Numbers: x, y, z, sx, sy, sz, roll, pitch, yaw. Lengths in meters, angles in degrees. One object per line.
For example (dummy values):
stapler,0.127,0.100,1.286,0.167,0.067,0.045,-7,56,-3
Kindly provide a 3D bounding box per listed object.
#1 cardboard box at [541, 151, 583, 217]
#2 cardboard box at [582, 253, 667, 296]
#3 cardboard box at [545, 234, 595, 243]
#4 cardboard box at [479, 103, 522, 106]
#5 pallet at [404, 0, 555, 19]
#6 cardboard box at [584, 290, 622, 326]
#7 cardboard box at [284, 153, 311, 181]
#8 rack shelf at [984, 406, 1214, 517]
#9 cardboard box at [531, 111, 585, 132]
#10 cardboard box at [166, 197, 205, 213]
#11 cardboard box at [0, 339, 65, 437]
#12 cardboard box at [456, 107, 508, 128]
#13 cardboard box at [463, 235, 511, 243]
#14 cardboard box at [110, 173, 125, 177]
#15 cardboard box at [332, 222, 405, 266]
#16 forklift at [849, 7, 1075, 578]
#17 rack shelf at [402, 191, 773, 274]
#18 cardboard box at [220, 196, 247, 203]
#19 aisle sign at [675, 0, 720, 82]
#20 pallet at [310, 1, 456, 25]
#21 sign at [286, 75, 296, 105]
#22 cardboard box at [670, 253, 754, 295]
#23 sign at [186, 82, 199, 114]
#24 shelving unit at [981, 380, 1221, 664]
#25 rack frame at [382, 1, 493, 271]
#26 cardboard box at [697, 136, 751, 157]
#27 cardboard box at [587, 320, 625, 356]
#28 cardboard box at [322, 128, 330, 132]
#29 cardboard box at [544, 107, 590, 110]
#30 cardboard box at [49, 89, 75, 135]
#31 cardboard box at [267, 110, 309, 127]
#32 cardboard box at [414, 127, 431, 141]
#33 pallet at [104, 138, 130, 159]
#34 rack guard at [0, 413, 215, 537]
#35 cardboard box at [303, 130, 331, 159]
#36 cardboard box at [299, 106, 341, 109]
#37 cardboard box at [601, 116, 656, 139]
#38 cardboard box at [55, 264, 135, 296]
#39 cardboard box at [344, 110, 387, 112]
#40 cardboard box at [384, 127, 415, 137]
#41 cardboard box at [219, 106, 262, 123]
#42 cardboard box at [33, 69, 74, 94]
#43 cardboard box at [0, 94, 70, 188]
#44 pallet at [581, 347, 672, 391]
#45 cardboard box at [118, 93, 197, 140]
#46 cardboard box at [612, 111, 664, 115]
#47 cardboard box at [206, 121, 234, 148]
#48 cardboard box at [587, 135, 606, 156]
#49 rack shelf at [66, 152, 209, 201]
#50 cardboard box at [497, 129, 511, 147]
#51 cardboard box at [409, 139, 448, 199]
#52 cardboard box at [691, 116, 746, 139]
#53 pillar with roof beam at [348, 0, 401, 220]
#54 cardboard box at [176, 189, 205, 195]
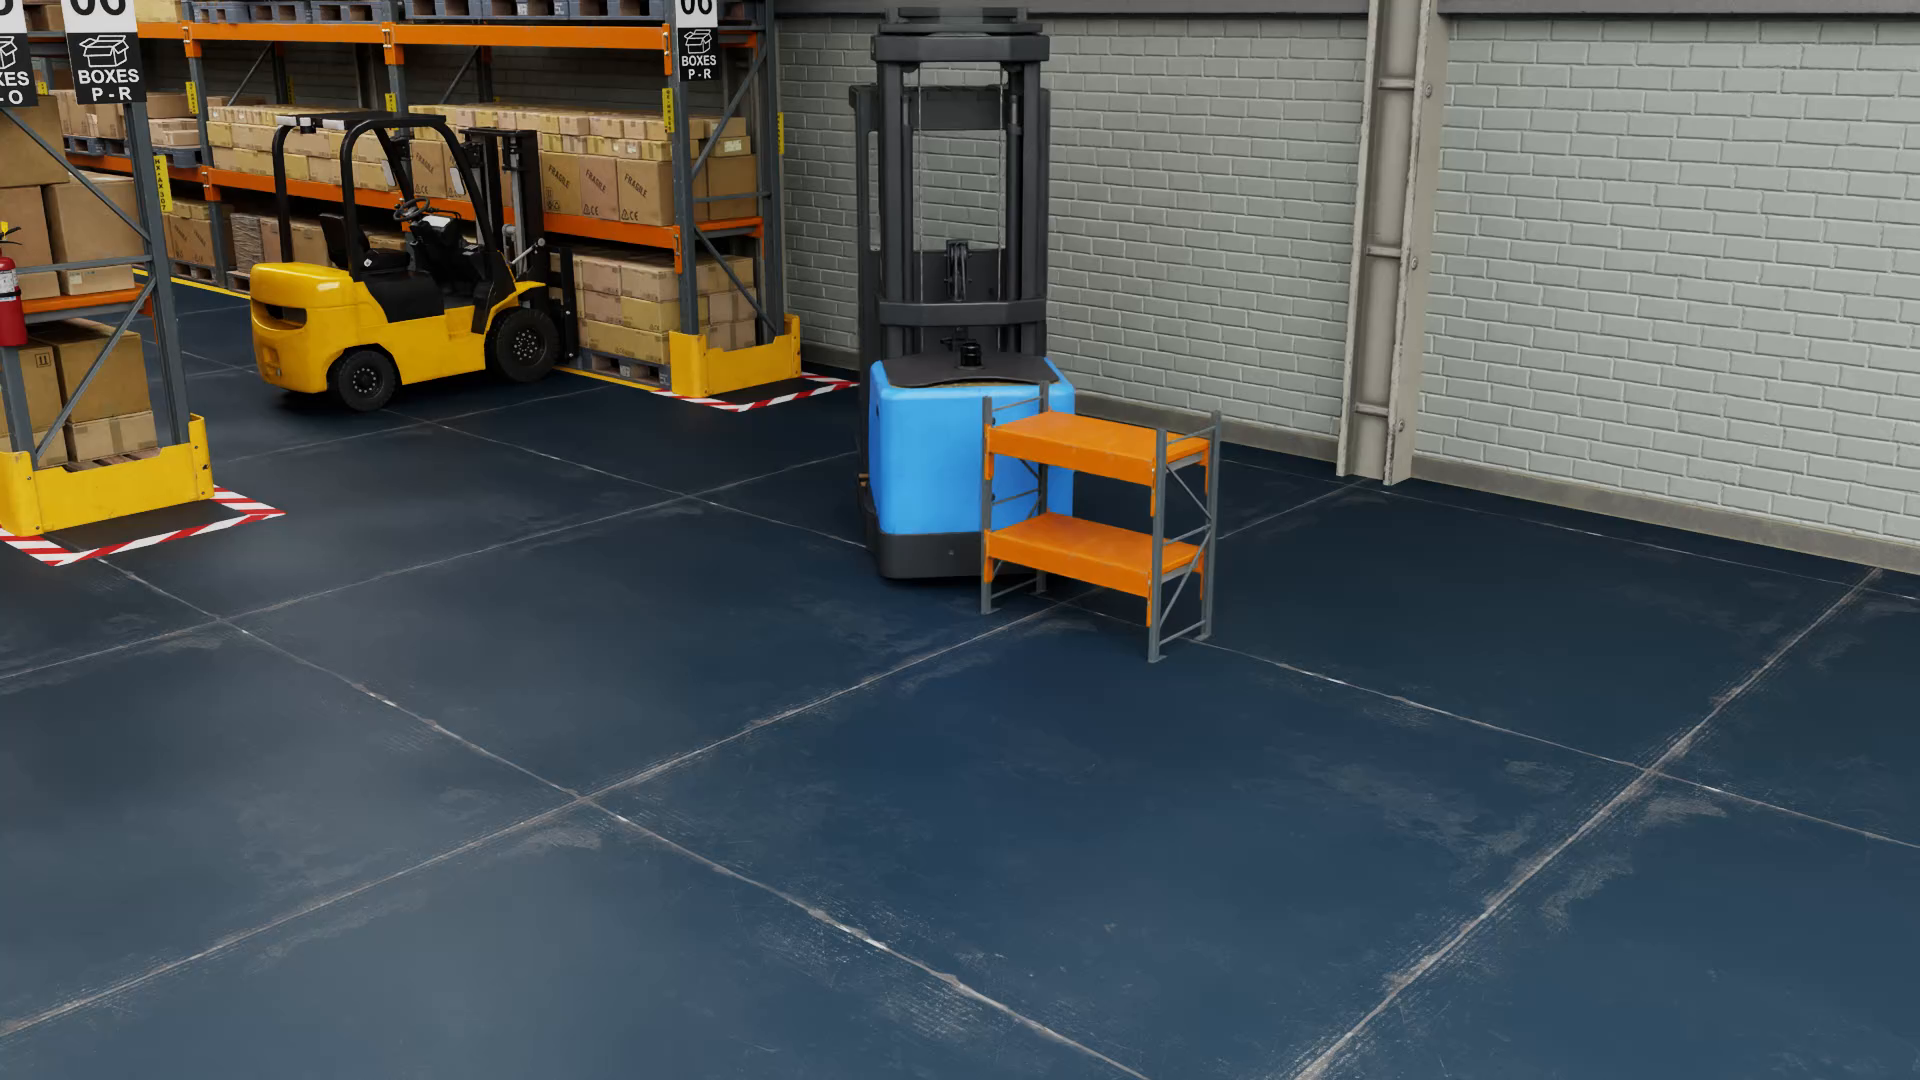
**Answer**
cardboard box,-3.147,-3.012,13.977,0.500,0.500,0.500,14,23,38
cardboard box,-2.776,-2.205,13.798,0.500,0.250,0.500,16,23,40
cardboard box,-3.576,-2.627,15.128,0.500,0.250,0.500,15,23,40
cardboard box,-4.231,-3.962,15.407,0.250,0.149,0.380,14,23,38
pallet,-4.176,-4.741,14.779,1.213,0.211,1.003,15,23,39
cardboard box,-2.779,-1.974,13.896,0.500,0.250,0.500,15,23,39
cardboard box,-6.503,-3.797,16.866,0.500,0.250,0.500,16,24,41
rack shelf,0.667,-0.394,8.027,1.000,0.278,0.538,14,23,38
cardboard box,-3.398,-3.545,14.094,0.250,0.149,0.380,15,23,40
cardboard box,-8.920,-3.855,19.167,0.250,0.149,0.380,16,24,41
cardboard box,-5.903,-0.941,10.228,0.500,0.500,0.500,15,23,40
cardboard box,-4.213,-3.730,14.676,0.250,0.149,0.380,16,23,40
cardboard box,-4.302,-2.612,15.081,0.500,0.250,0.500,15,23,39
cardboard box,-10.497,-4.411,20.426,0.250,0.149,0.380,14,22,37
cardboard box,-5.804,-2.847,16.854,0.625,0.625,0.875,15,23,39
forklift,-0.068,-1.596,9.794,1.130,2.935,3.031,-2,18,-6
rack shelf,-3.335,-2.774,14.584,4.000,0.370,1.077,15,23,39
cardboard box,-8.426,-3.906,19.327,0.250,0.149,0.380,15,23,40
aisle sign,-1.985,-3.875,12.565,0.004,0.787,0.394,15,23,39
pallet,-5.499,-5.031,15.864,1.217,0.209,0.805,14,22,37
sign,-7.457,-5.000,18.493,0.005,0.325,0.100,15,23,39
cardboard box,-2.073,-2.221,13.850,0.500,0.250,0.500,15,23,38
sign,-8.176,-4.711,17.715,0.005,0.325,0.100,15,23,39
shelving unit,0.667,-0.116,8.116,1.048,1.125,0.538,14,23,38
rack frame,-4.831,-3.519,15.740,0.127,3.000,1.000,15,23,39
cardboard box,-1.921,-3.199,13.496,0.250,0.149,0.380,14,23,38
cardboard box,-2.766,-1.730,13.955,0.500,0.250,0.500,15,23,39
cardboard box,-6.026,-4.092,16.310,0.250,0.149,0.380,14,23,38
cardboard box,-3.455,-3.757,14.762,0.250,0.149,0.380,15,23,39
cardboard box,-10.601,-5.225,20.257,0.500,0.500,0.700,16,23,41
cardboard box,-6.807,-4.291,16.937,0.250,0.149,0.380,16,23,40
cardboard box,-4.767,-3.752,15.238,0.250,0.149,0.380,15,23,38
pallet,-9.280,-4.620,19.527,1.213,0.211,1.003,15,23,39
rack guard,-5.188,-0.416,10.095,0.348,0.500,1.175,15,23,39
cardboard box,-6.136,-3.932,16.463,0.500,0.250,0.500,16,23,40
cardboard box,-6.792,-4.533,17.697,0.250,0.149,0.380,14,23,38
cardboard box,-2.666,-3.327,13.408,0.250,0.149,0.380,16,23,40
cardboard box,-5.248,-1.587,10.069,0.250,0.149,0.380,15,23,39
cardboard box,-6.061,-4.311,17.000,0.250,0.149,0.380,15,23,40
cardboard box,-5.234,-3.894,15.685,0.250,0.149,0.380,16,24,41
cardboard box,-7.579,-4.495,17.578,0.250,0.149,0.380,16,23,40
cardboard box,-11.752,-5.912,21.797,0.500,0.500,0.500,14,23,38
cardboard box,-5.658,-2.311,9.625,0.500,0.500,0.700,14,23,38
pallet,-2.439,-1.531,14.085,1.213,0.211,1.003,15,23,39
cardboard box,-9.166,-4.857,19.092,0.637,0.503,0.797,14,23,38
cardboard box,-2.718,-3.540,14.079,0.250,0.149,0.380,16,24,41
cardboard box,-7.670,-4.339,17.745,0.500,0.250,0.500,15,23,39
cardboard box,-2.827,-3.241,13.629,0.250,0.149,0.380,15,23,39
rack shelf,-9.319,-4.380,19.645,4.000,0.370,1.077,15,23,39
cardboard box,-3.829,-3.488,14.407,0.250,0.149,0.380,14,22,38
cardboard box,-4.672,-3.418,15.258,0.500,0.500,0.500,14,22,38
cardboard box,-1.949,-3.330,13.416,0.250,0.149,0.380,14,23,38
pillar with roof beam,-9.107,-6.149,14.112,0.400,9.000,9.100,15,23,39
cardboard box,-9.182,-4.126,20.020,0.250,0.149,0.380,14,22,37
